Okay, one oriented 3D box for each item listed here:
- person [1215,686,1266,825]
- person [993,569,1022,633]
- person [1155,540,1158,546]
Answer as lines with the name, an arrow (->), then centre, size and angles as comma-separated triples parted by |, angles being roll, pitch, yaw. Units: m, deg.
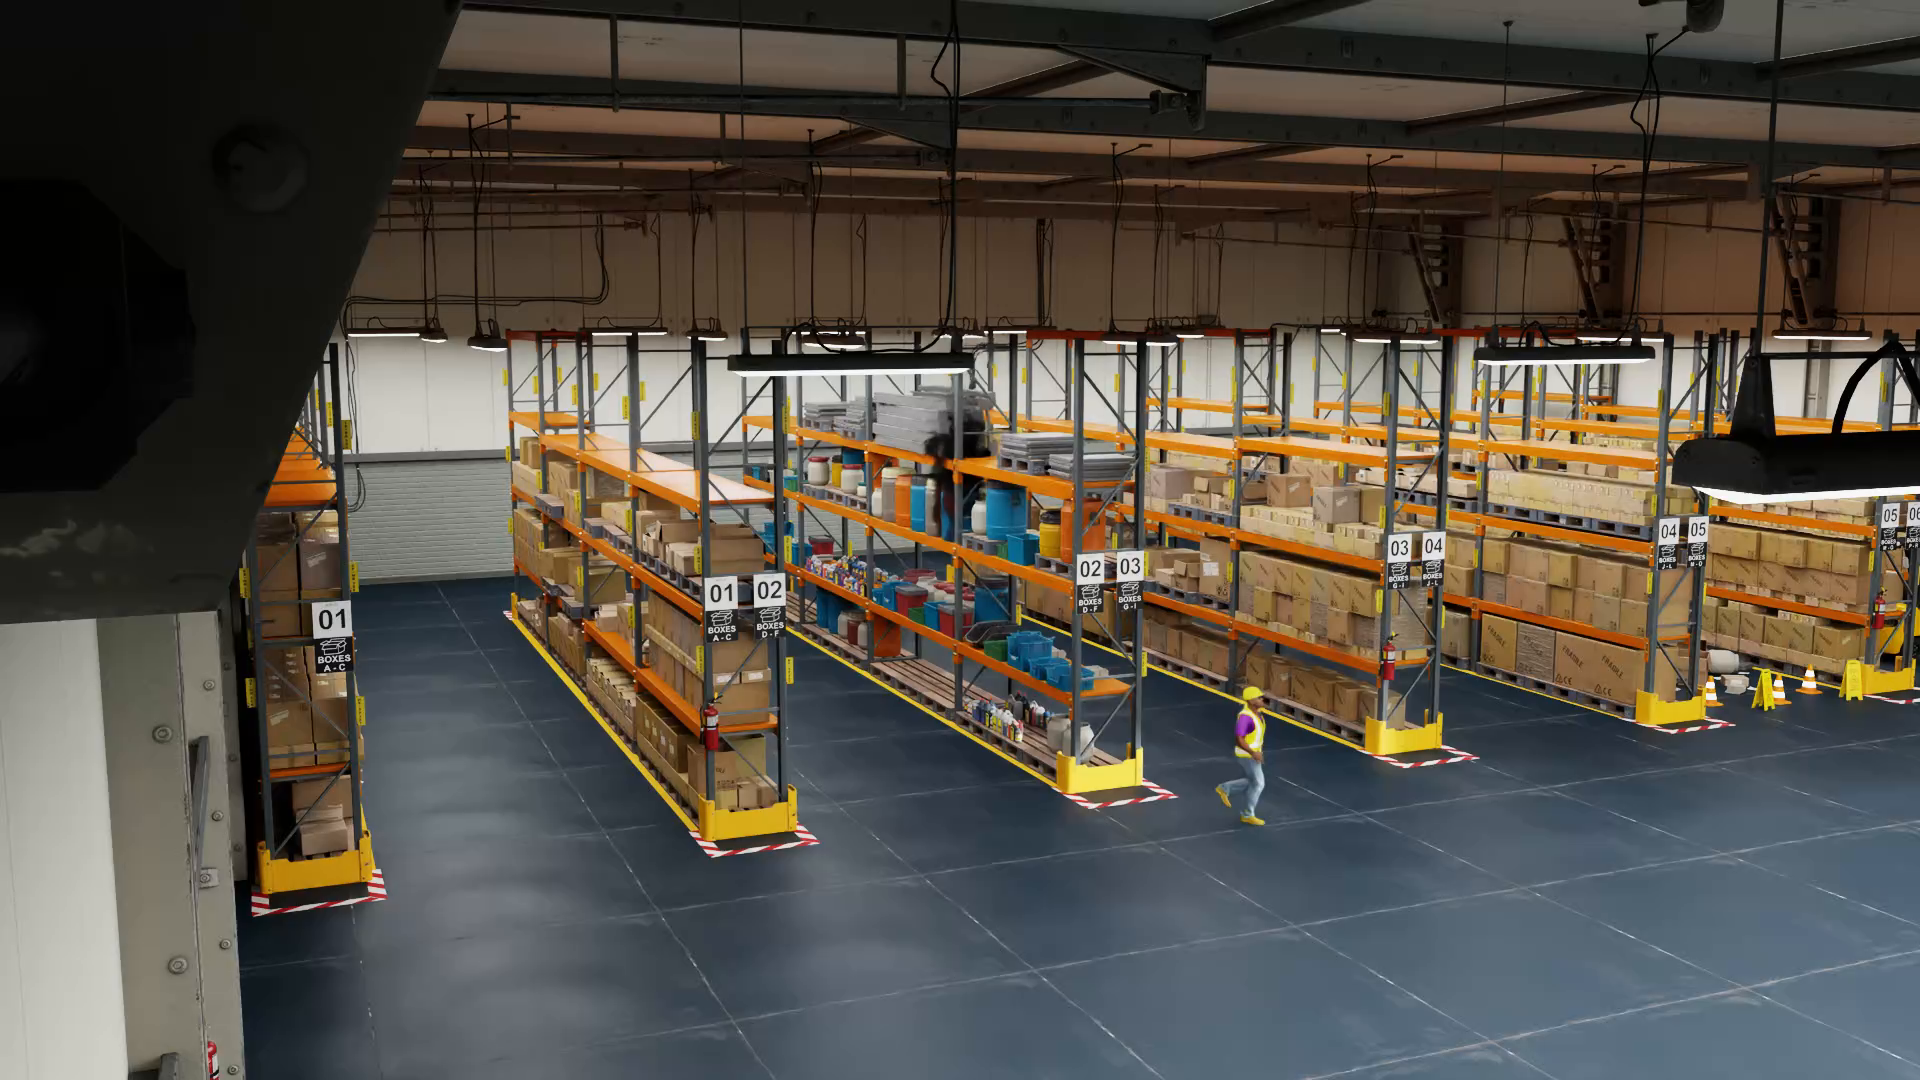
person -> 3.512, 2.668, 20.763 | 0.649, 1.746, 0.704 | 3, 8, 18
person -> 1.010, 0.972, 33.116 | 0.569, 1.699, 0.907 | -4, 9, -28
person -> 4.115, 0.819, 34.445 | 0.601, 1.654, 0.926 | -4, 9, -26
